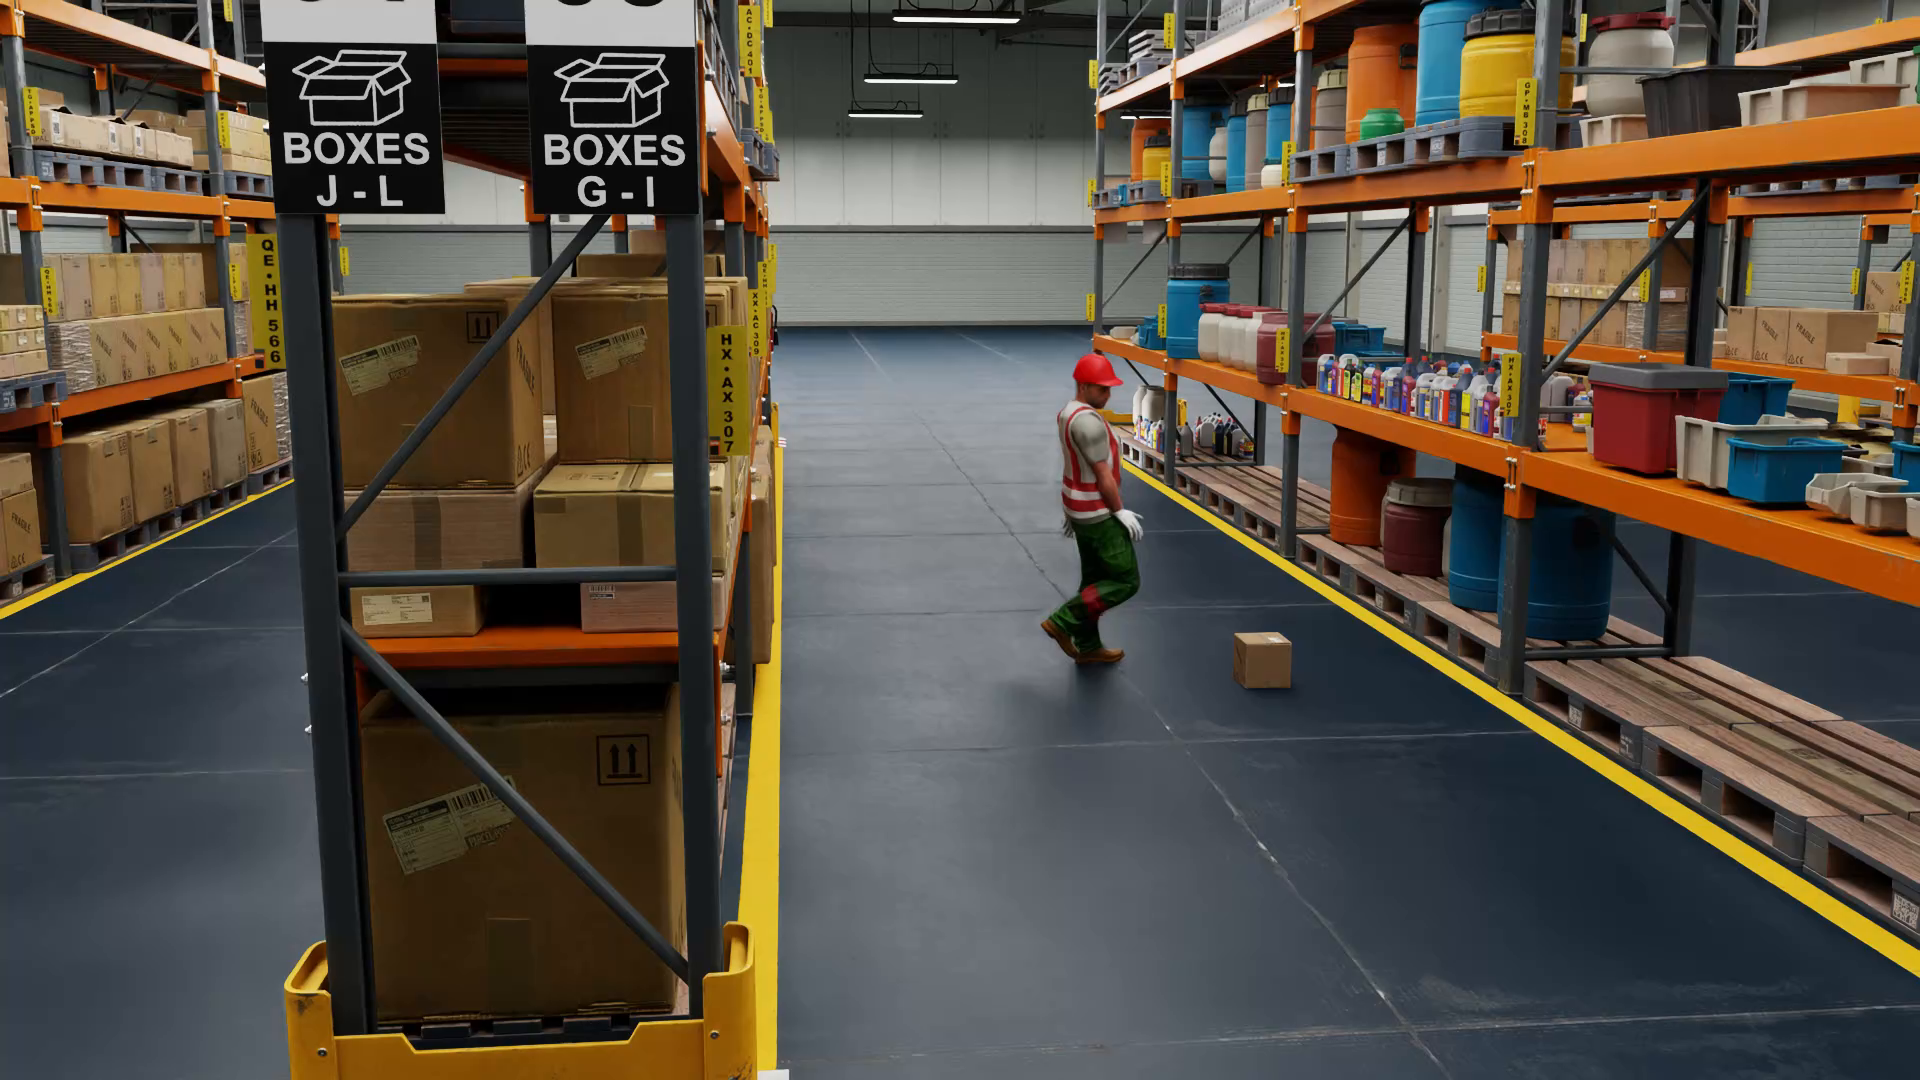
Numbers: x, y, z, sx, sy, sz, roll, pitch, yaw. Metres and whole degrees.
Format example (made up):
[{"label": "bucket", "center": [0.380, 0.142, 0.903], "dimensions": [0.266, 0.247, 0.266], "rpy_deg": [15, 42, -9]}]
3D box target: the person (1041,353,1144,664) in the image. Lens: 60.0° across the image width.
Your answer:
[{"label": "person", "center": [0.701, -0.140, 9.099], "dimensions": [0.558, 1.764, 0.577], "rpy_deg": [-2, 10, -9]}]
